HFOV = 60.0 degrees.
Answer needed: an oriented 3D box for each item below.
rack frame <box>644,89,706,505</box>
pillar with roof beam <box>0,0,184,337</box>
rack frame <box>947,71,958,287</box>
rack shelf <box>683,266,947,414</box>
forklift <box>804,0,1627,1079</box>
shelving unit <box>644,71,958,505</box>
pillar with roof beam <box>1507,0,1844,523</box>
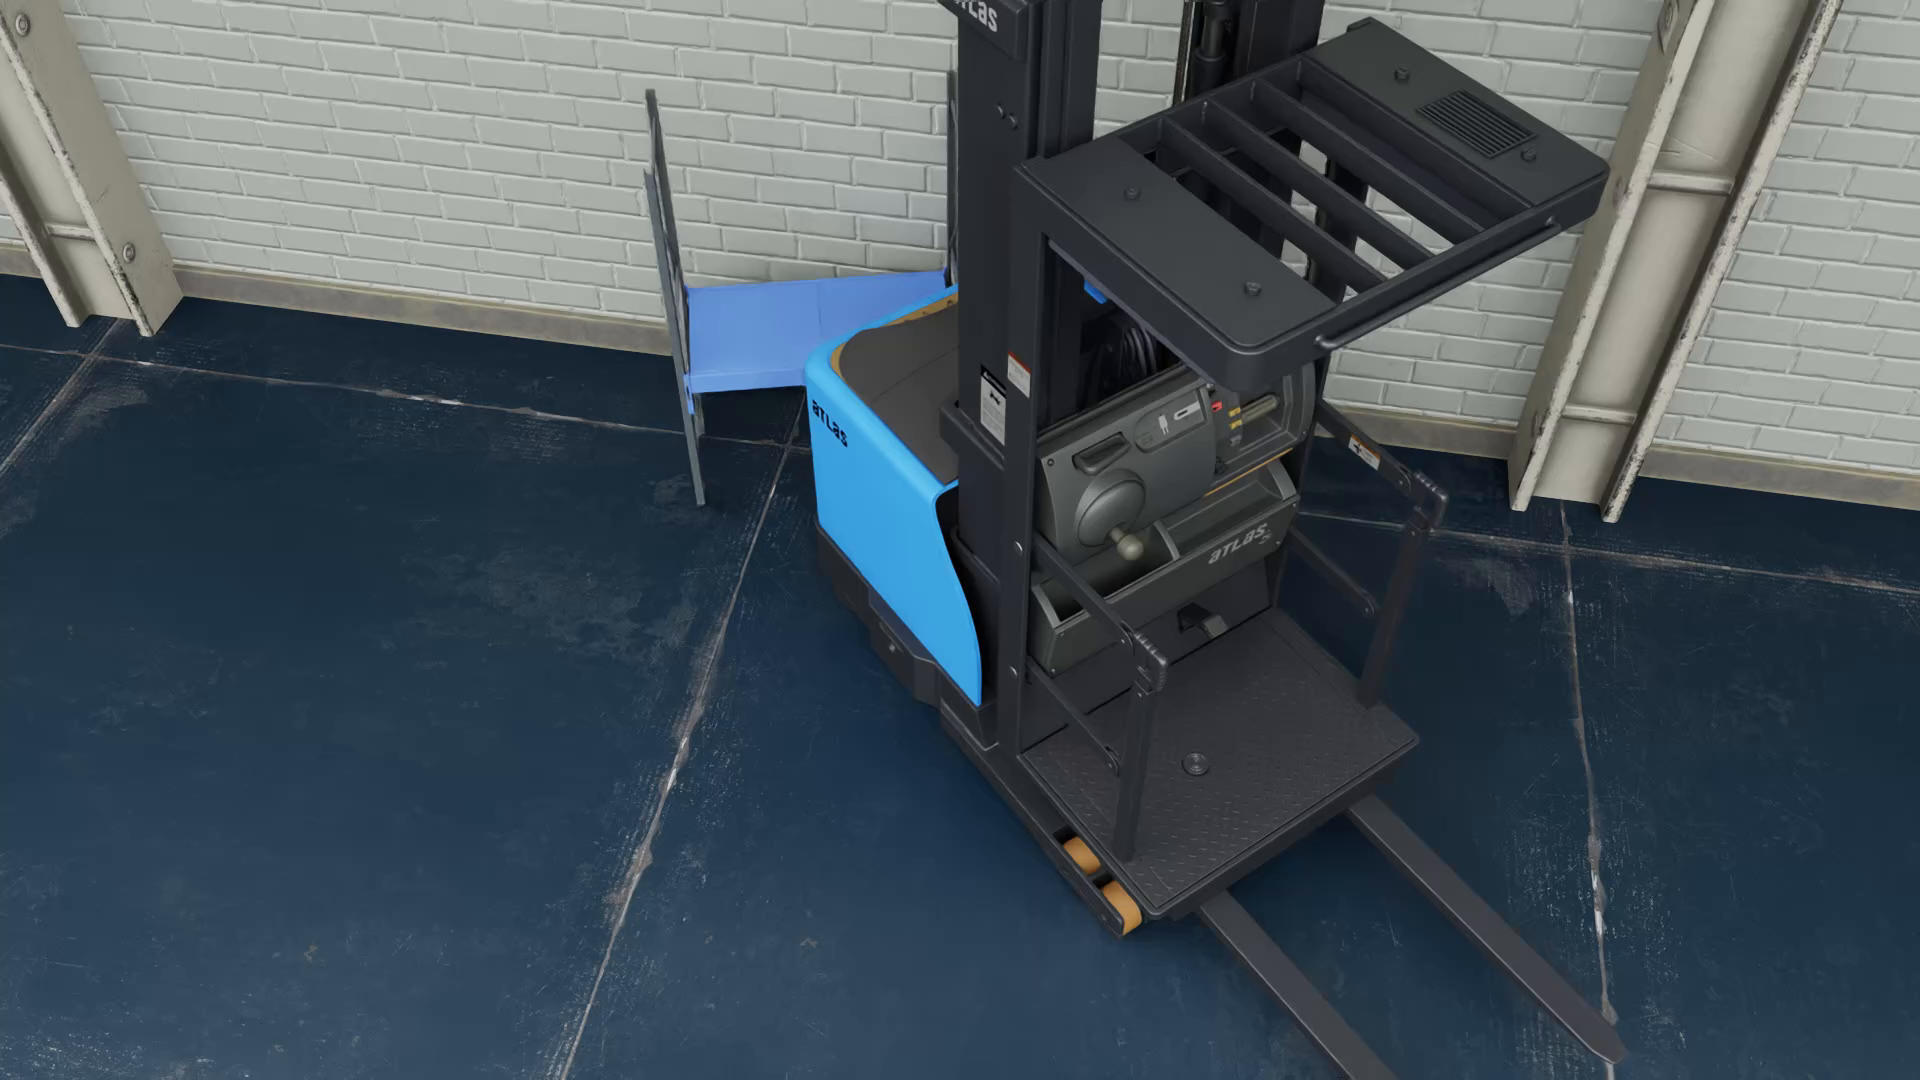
[{"bbox_3d":[-1.014,-0.825,5.971,0.032,1.500,0.500,-5,47,-5],"label":"rack frame"},{"bbox_3d":[-4.343,-0.854,0.967,0.400,9.000,9.100,8,49,7],"label":"pillar with roof beam"},{"bbox_3d":[-0.004,-0.908,6.052,0.032,1.500,0.500,-5,47,-5],"label":"rack frame"},{"bbox_3d":[-0.510,-0.745,6.143,1.000,0.185,0.538,-5,47,-5],"label":"rack shelf"},{"bbox_3d":[0.734,-0.175,4.436,1.130,2.935,3.031,-27,54,-22],"label":"forklift"},{"bbox_3d":[-0.509,-0.867,6.011,1.048,1.500,0.538,-5,47,-5],"label":"shelving unit"},{"bbox_3d":[1.561,-0.060,0.254,0.400,9.000,9.100,8,49,7],"label":"pillar with roof beam"}]
